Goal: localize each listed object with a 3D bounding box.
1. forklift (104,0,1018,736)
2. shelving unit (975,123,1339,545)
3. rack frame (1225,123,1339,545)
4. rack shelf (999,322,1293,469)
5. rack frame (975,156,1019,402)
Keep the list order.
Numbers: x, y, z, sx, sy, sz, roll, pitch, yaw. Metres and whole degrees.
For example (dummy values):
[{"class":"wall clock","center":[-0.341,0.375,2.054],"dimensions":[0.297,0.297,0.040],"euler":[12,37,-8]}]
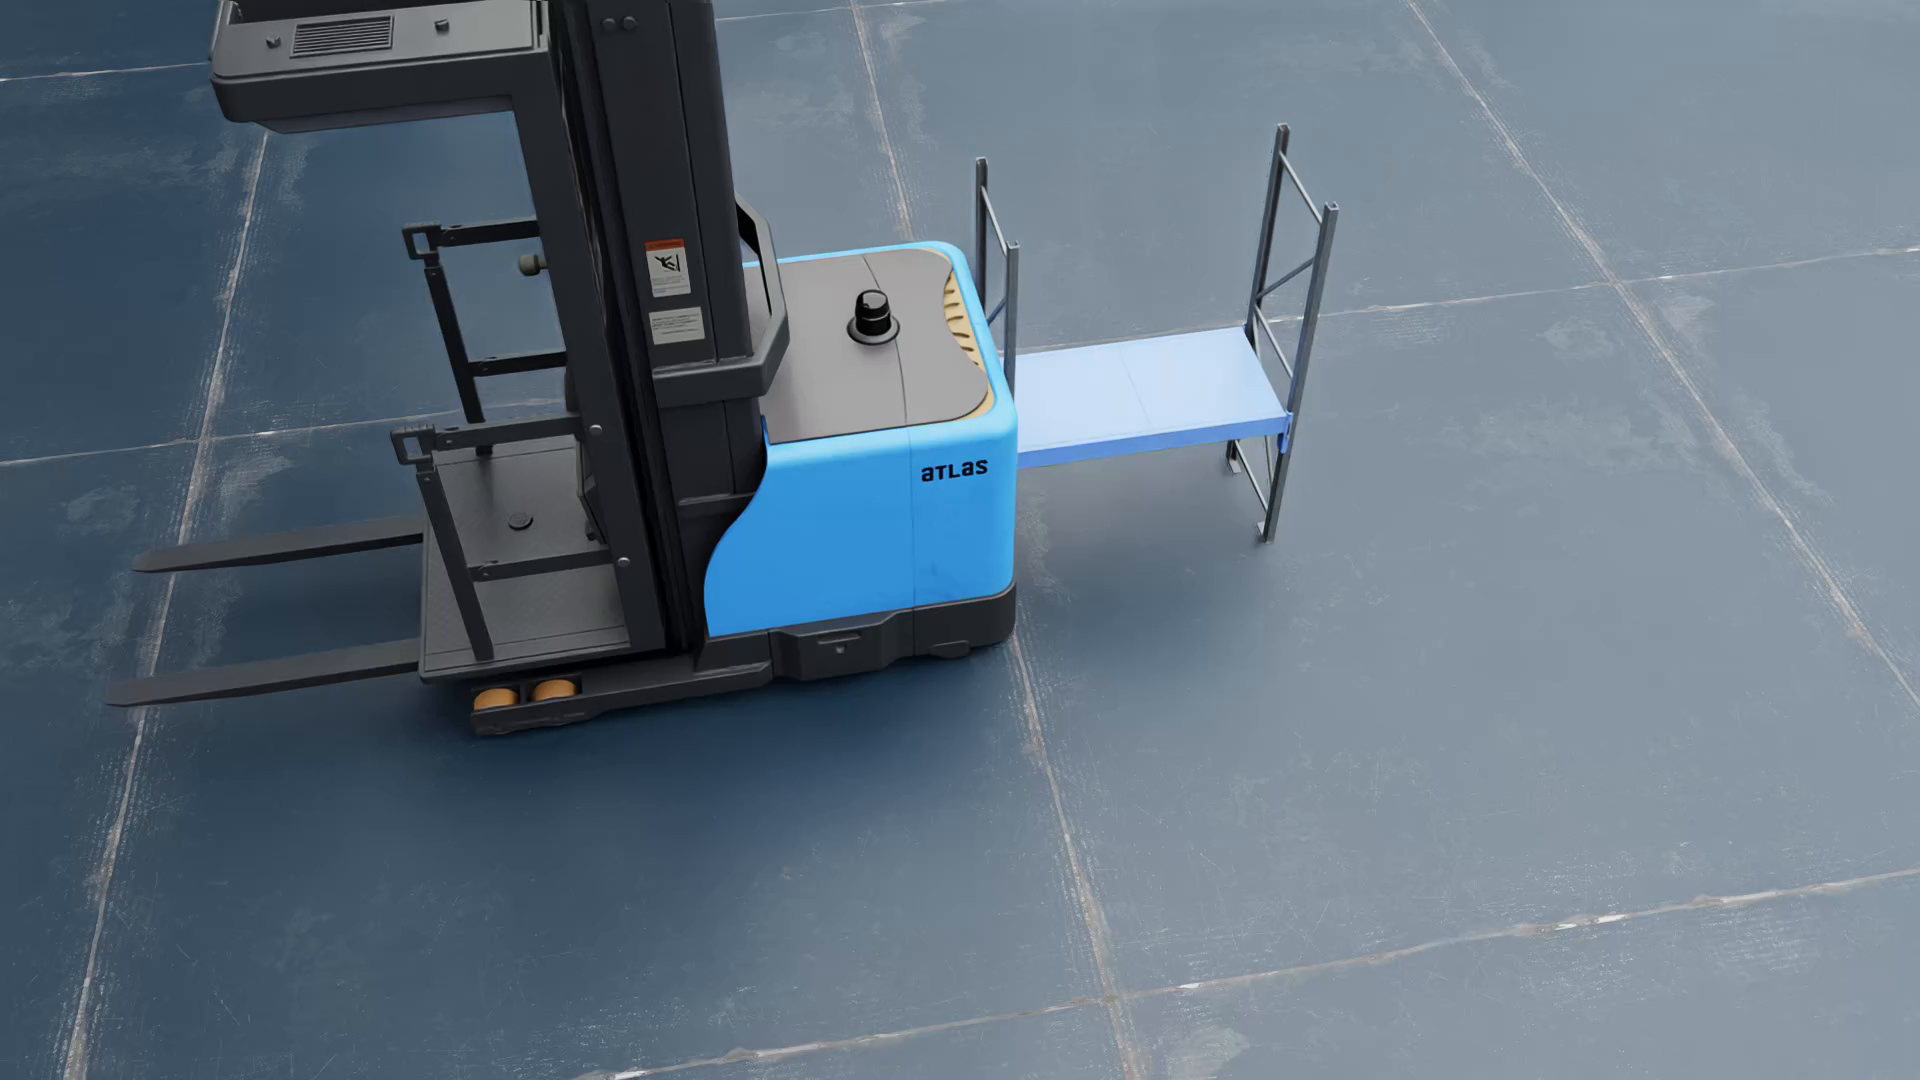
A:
[{"class":"forklift","center":[-1.374,-0.776,4.963],"dimensions":[3.031,2.935,1.130],"euler":[-8,47,-8]},{"class":"shelving unit","center":[0.614,-0.609,5.796],"dimensions":[1.048,1.500,0.538],"euler":[-8,47,-8]},{"class":"rack frame","center":[1.113,-0.681,5.865],"dimensions":[0.032,1.500,0.500],"euler":[-8,47,-8]},{"class":"rack shelf","center":[0.614,-0.485,5.925],"dimensions":[1.000,0.185,0.538],"euler":[-8,47,-8]},{"class":"rack frame","center":[0.116,-0.538,5.727],"dimensions":[0.032,1.500,0.500],"euler":[-8,47,-8]}]
